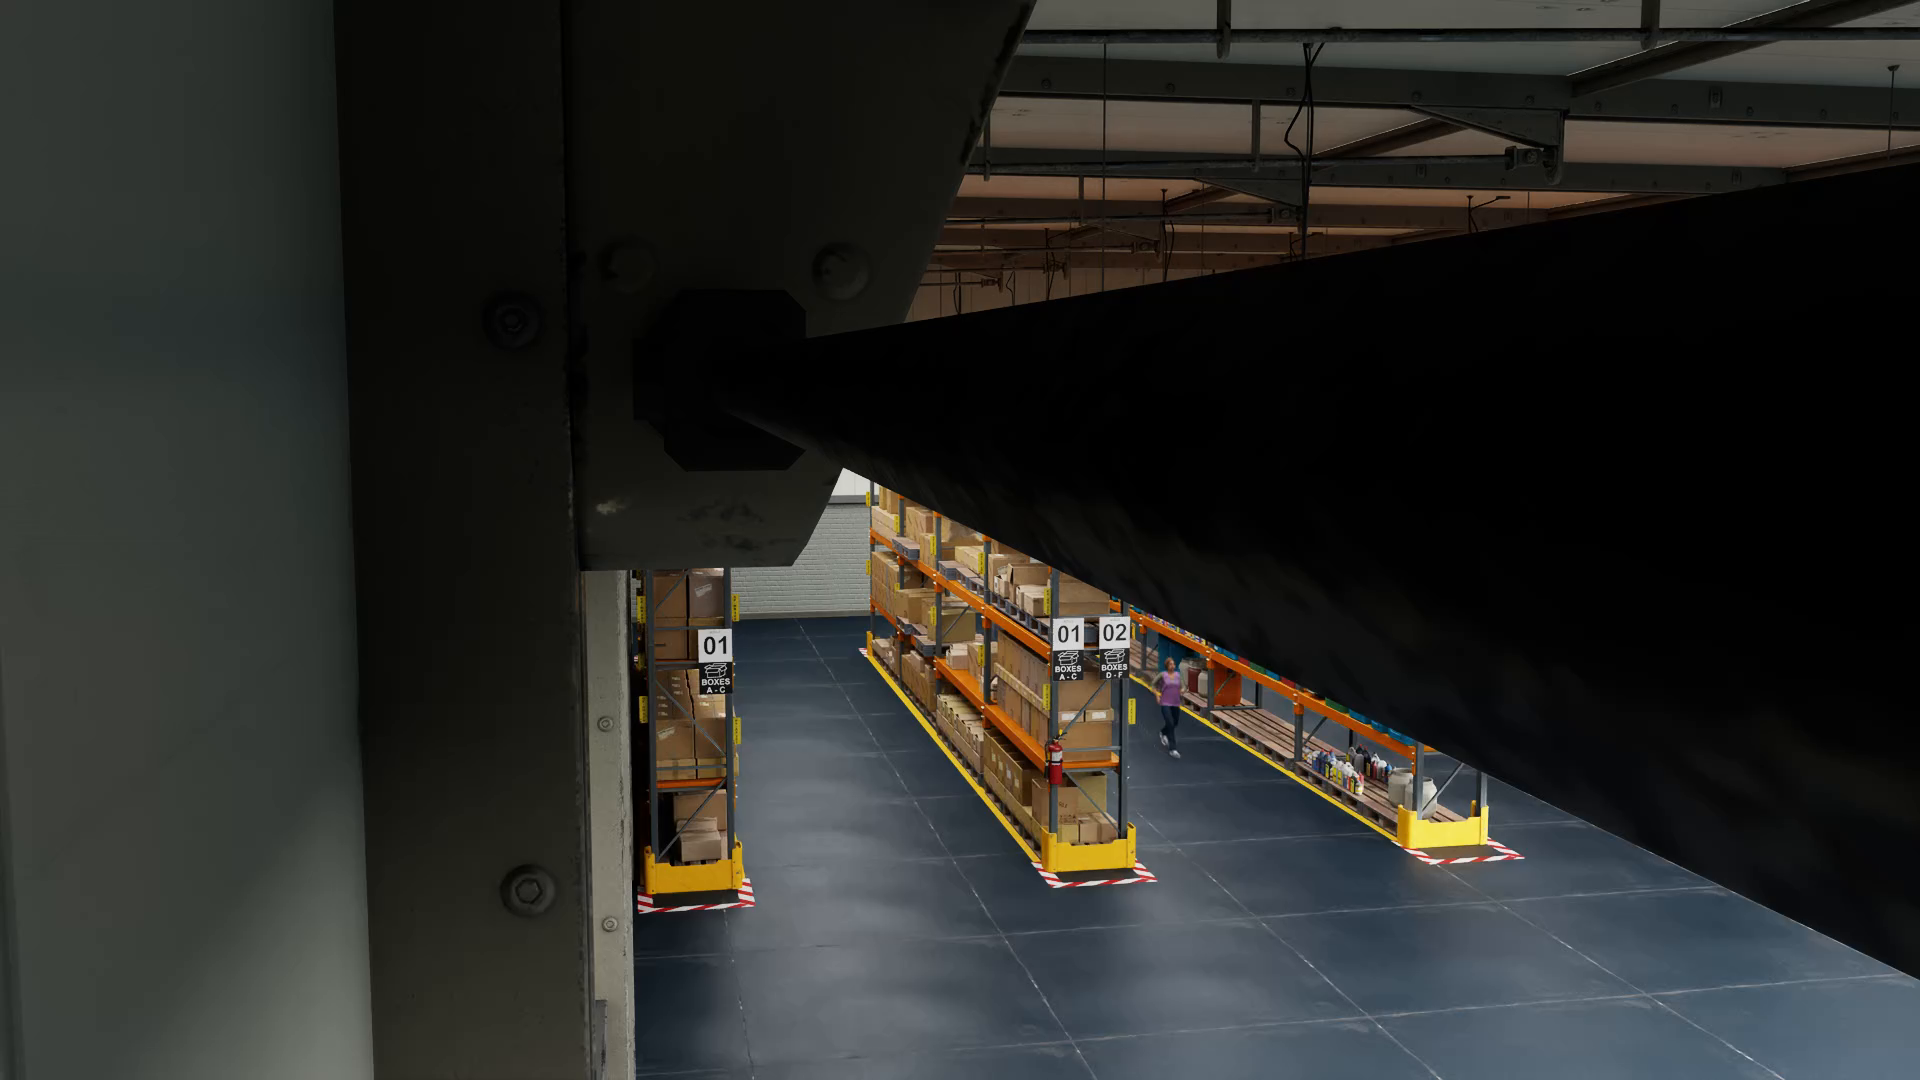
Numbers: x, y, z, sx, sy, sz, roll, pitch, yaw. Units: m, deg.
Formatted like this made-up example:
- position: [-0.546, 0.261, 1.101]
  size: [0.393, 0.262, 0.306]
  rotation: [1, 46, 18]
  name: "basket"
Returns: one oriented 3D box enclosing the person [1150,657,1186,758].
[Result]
- position: [3.415, 2.694, 27.117]
  size: [0.540, 1.580, 0.889]
  rotation: [-2, 6, -18]
  name: "person"
